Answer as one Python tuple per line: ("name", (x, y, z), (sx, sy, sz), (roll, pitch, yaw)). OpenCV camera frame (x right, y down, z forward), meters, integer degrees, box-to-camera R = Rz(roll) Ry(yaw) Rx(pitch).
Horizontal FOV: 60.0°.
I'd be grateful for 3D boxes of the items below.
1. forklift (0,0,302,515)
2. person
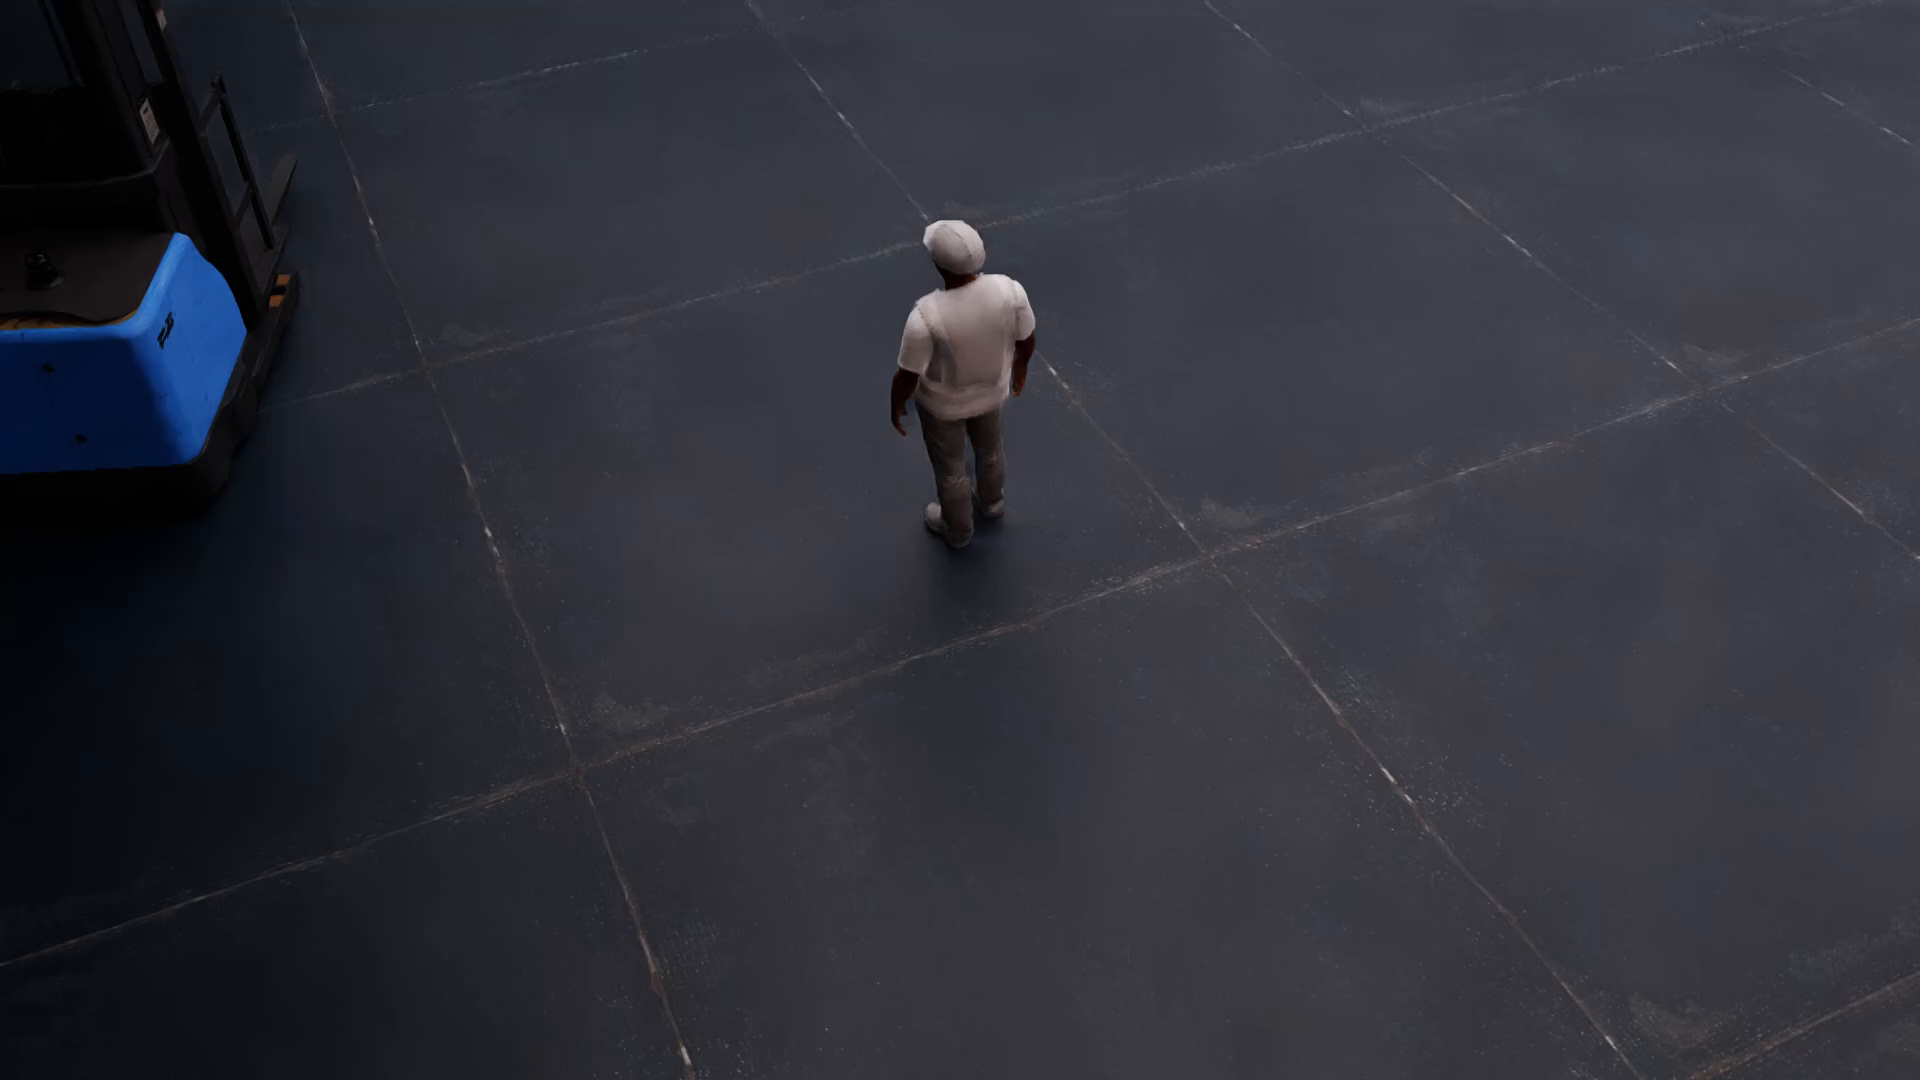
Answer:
("forklift", (-4.196, -2.189, 8.025), (1.130, 2.935, 3.031), (-3, 43, -4))
("person", (-0.024, -0.696, 7.269), (0.665, 1.766, 0.576), (-18, 46, -18))
